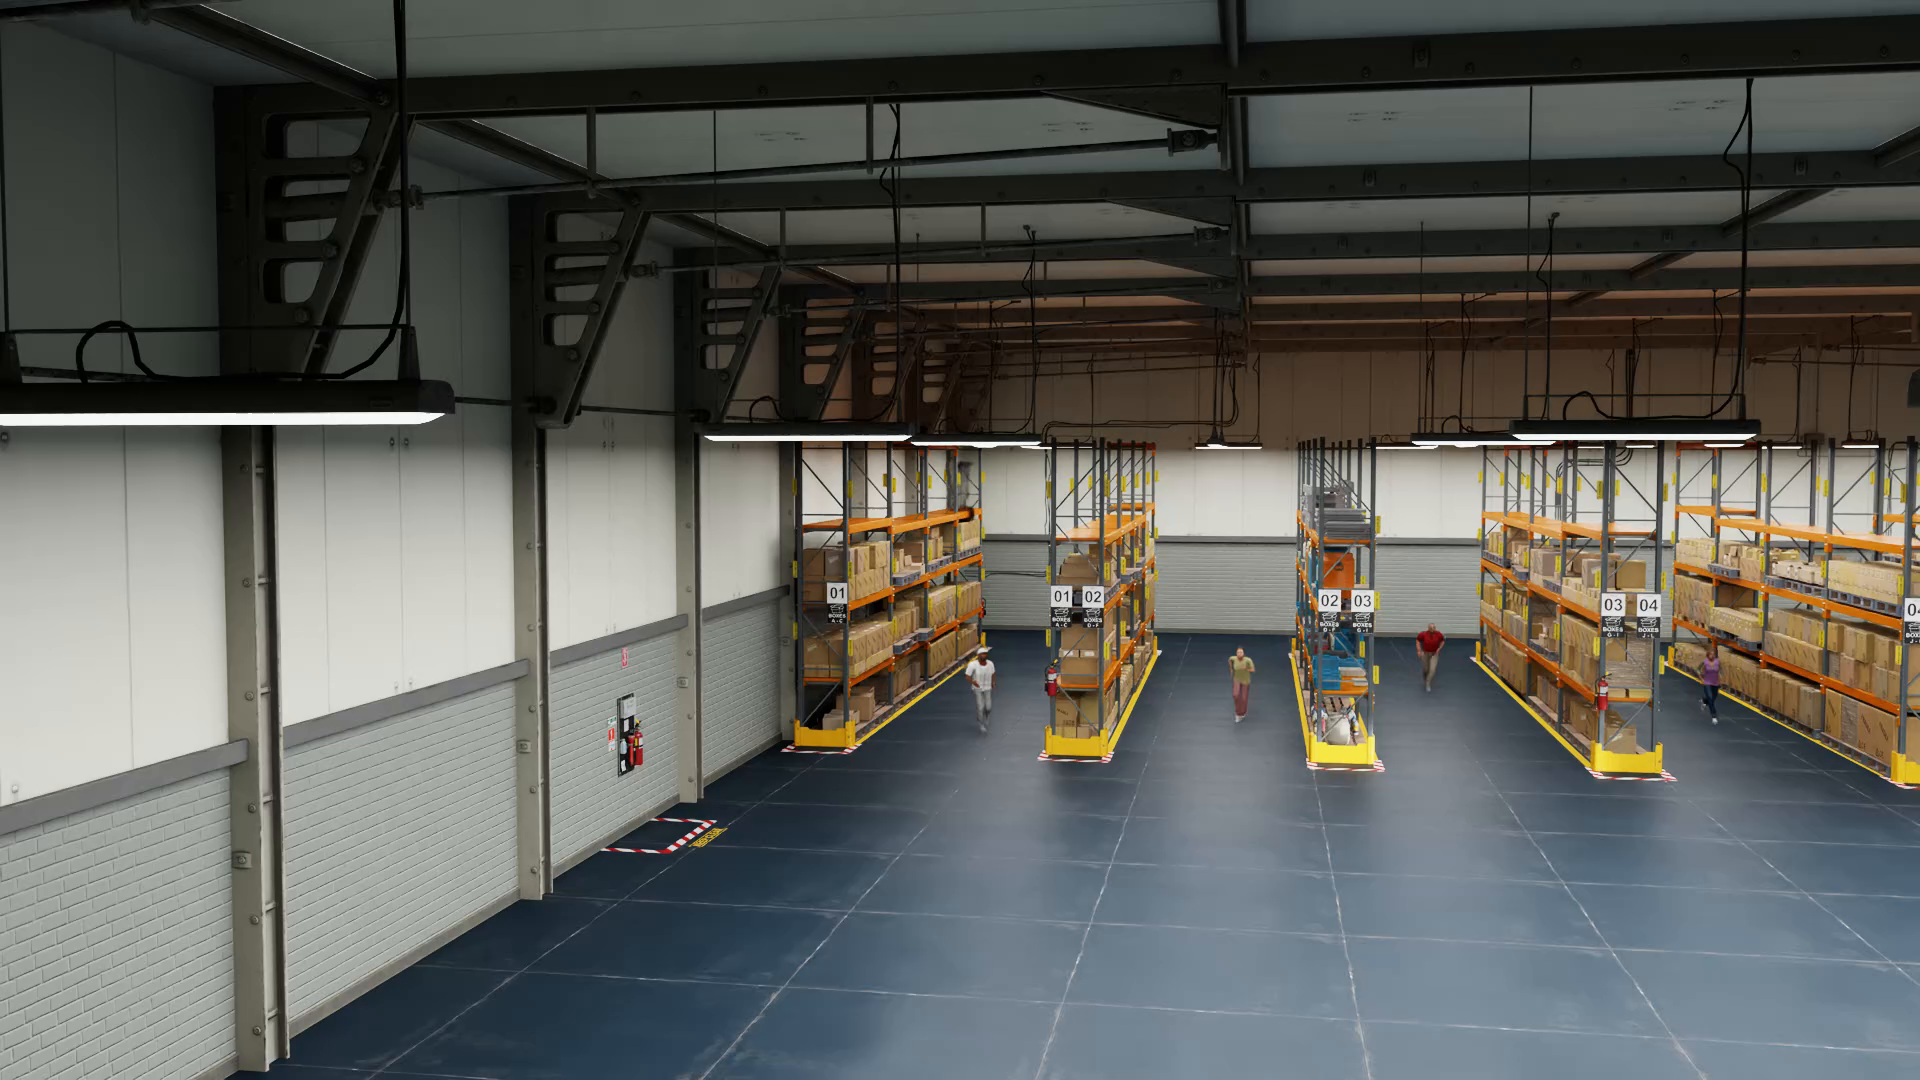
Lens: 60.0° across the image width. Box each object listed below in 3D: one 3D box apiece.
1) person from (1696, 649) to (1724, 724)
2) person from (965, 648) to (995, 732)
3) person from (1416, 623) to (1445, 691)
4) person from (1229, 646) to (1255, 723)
[{"bbox_3d":[15.939,3.085,35.393,0.537,1.586,0.906,0,3,6],"label":"person"},{"bbox_3d":[0.443,3.060,34.000,0.683,1.732,0.612,-1,3,-17],"label":"person"},{"bbox_3d":[11.317,2.803,40.067,0.661,1.678,0.823,0,3,5],"label":"person"},{"bbox_3d":[5.961,3.038,35.177,0.570,1.625,0.876,1,3,14],"label":"person"}]
